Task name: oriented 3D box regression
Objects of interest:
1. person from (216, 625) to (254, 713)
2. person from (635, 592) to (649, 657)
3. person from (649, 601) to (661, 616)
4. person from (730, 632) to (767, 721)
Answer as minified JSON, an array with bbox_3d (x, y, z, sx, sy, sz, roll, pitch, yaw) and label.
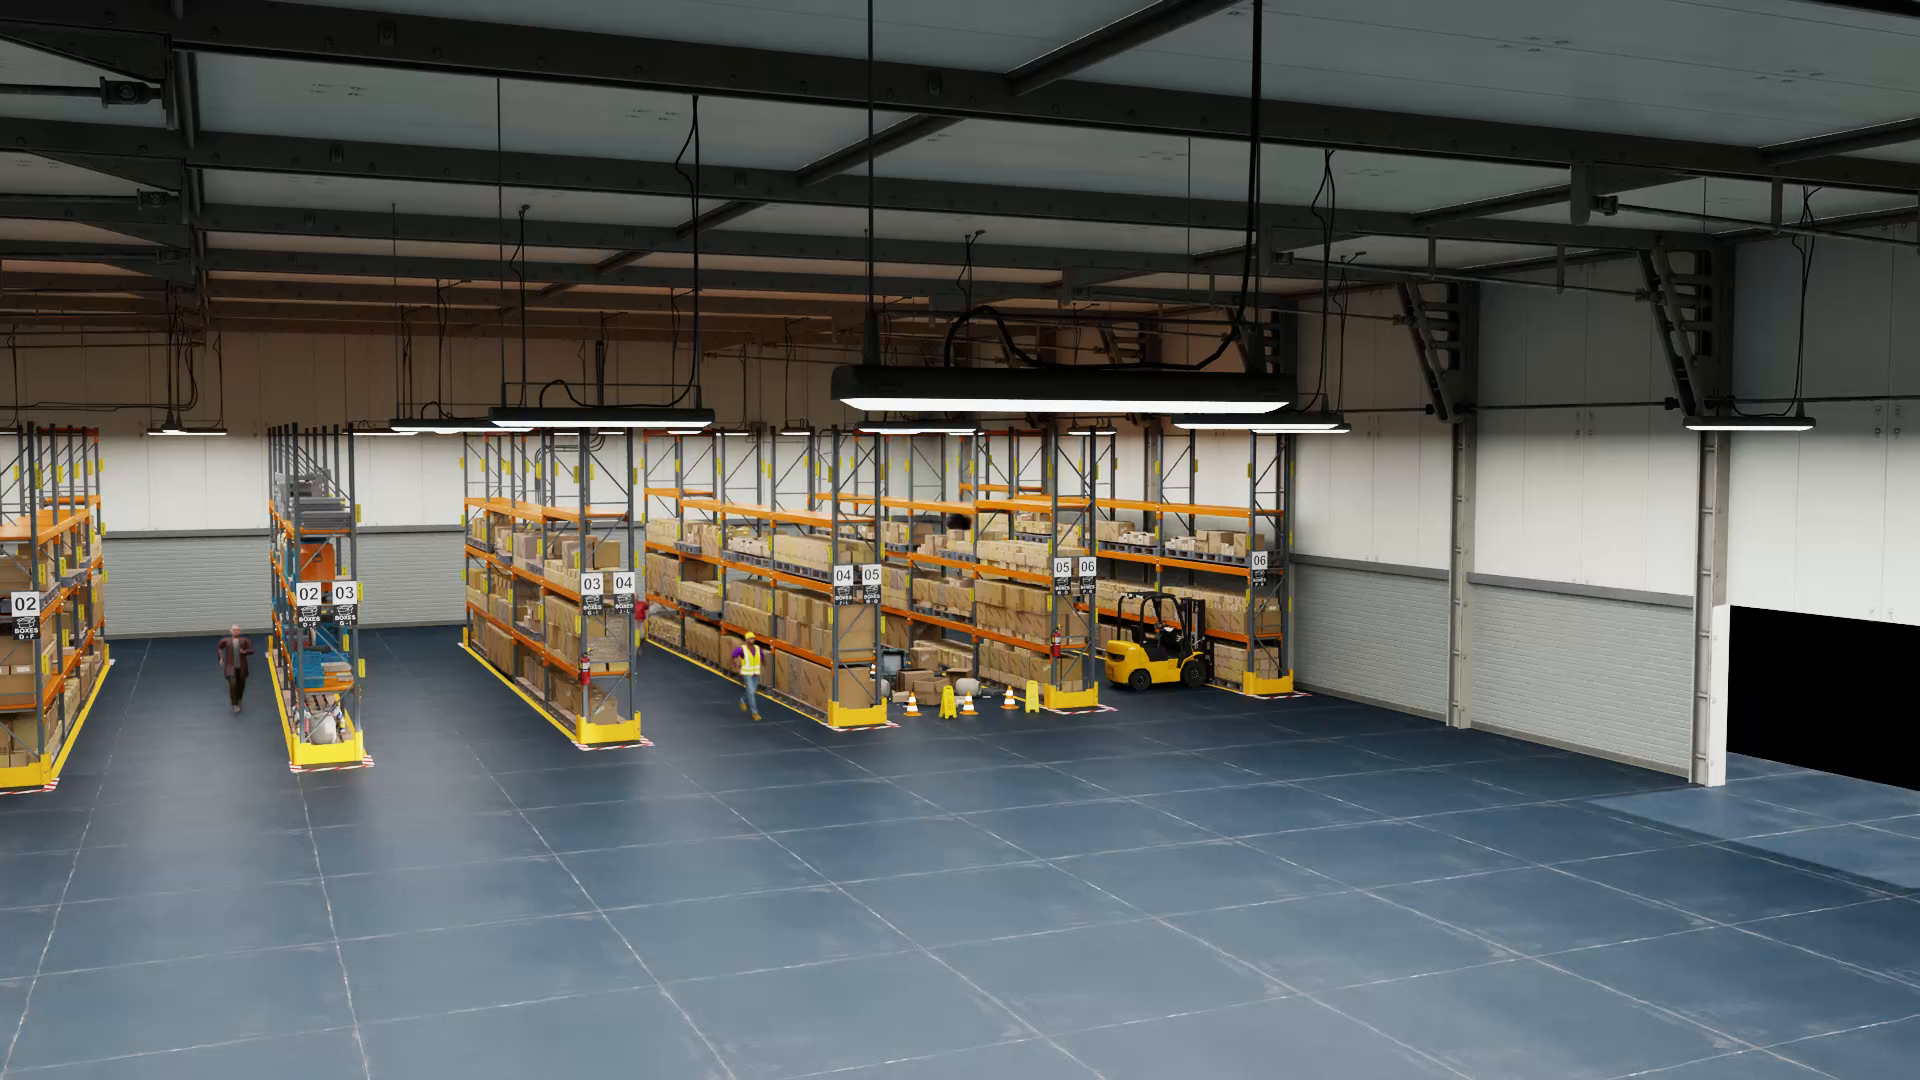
[{"bbox_3d":[-15.200,2.669,34.931,0.695,1.780,1.046,-2,4,-31],"label":"person"},{"bbox_3d":[-8.450,2.218,43.562,0.675,1.691,0.621,-1,4,-18],"label":"person"},{"bbox_3d":[-9.016,1.879,49.165,0.556,1.708,0.754,-1,4,-9],"label":"person"},{"bbox_3d":[-4.280,2.761,33.971,0.700,1.773,0.938,-3,4,-38],"label":"person"}]
